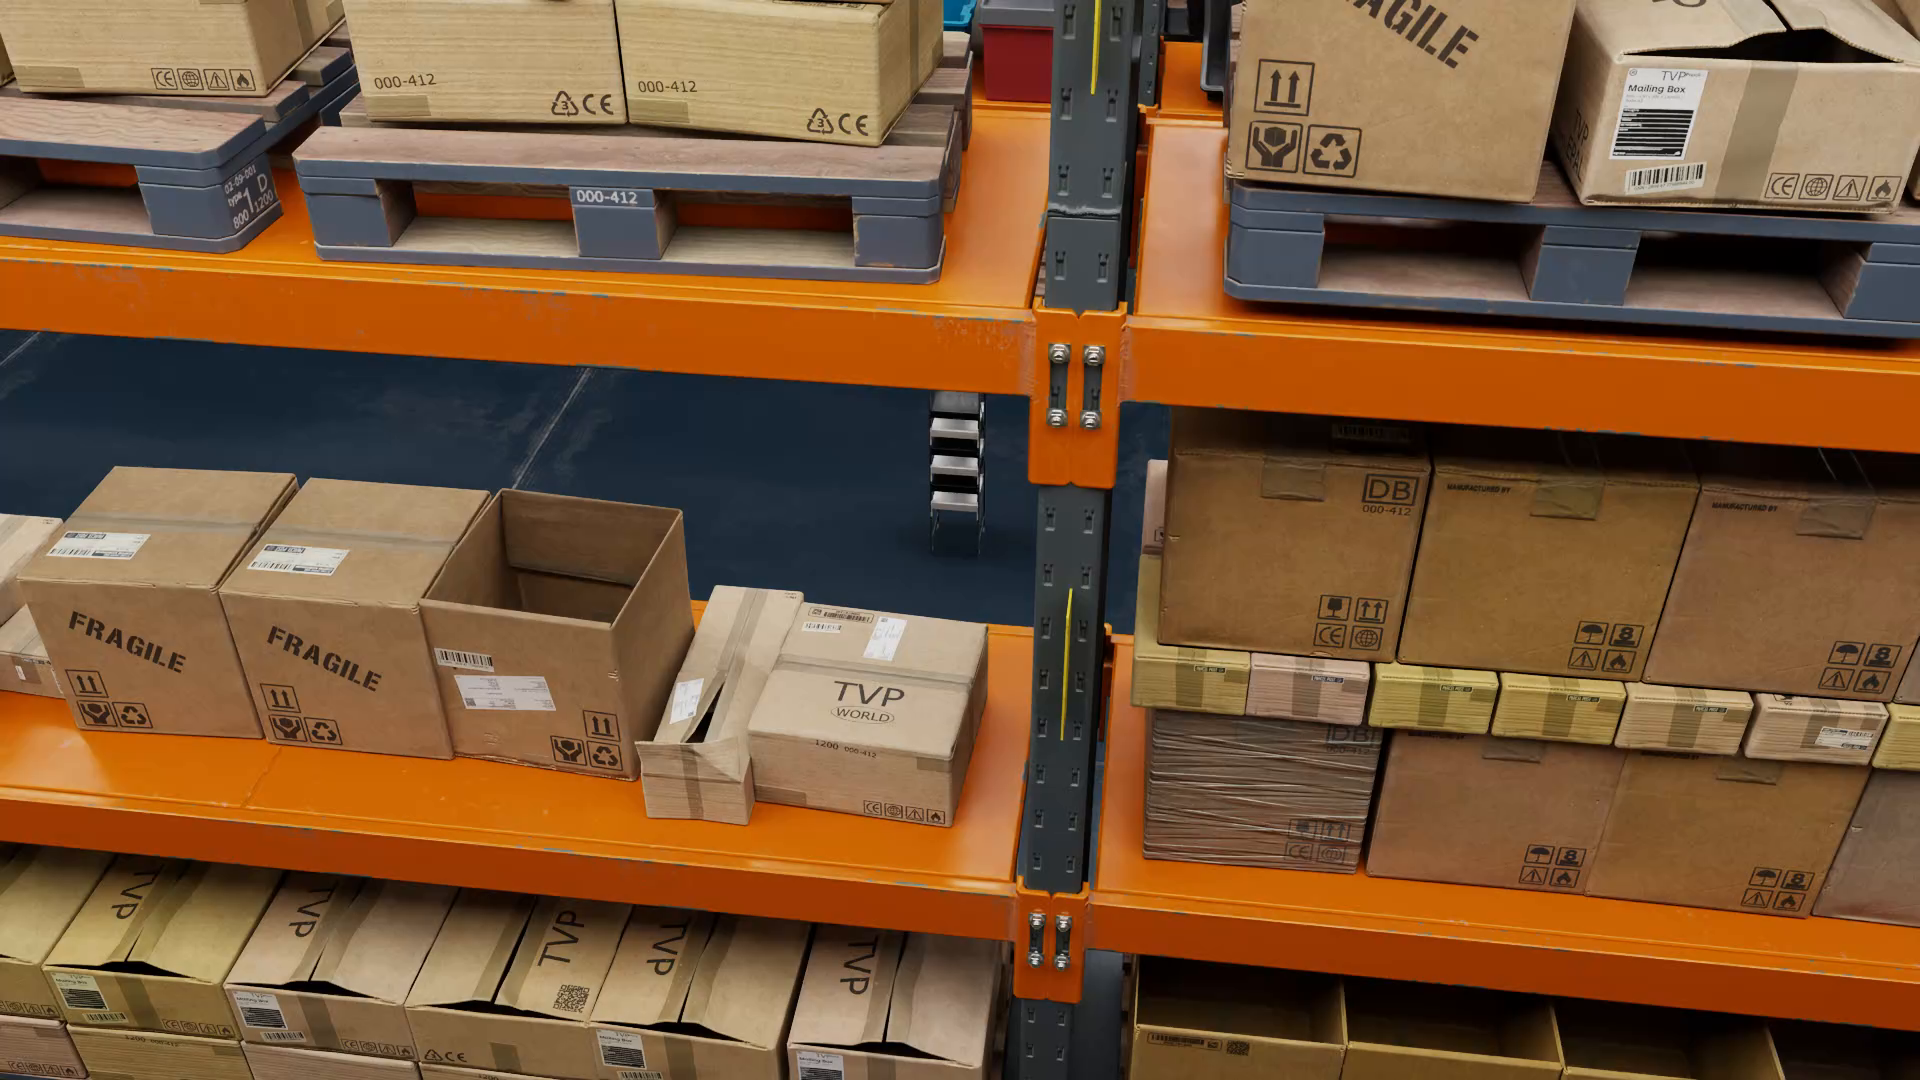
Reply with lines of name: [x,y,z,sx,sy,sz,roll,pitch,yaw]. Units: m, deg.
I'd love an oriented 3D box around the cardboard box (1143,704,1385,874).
cardboard box: [0.717,0.369,4.065,0.500,0.500,0.700,3,36,5]

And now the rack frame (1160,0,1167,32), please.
rack frame: [1.541,-5.327,12.132,0.127,3.000,1.000,4,36,6]

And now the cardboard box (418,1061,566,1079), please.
cardboard box: [-1.181,1.389,4.727,0.500,0.250,0.500,5,36,7]

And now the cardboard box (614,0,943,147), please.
cardboard box: [-0.334,-1.001,3.257,0.500,0.250,0.500,8,36,11]

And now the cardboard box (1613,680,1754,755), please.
cardboard box: [1.531,0.282,3.628,0.250,0.149,0.380,3,36,4]

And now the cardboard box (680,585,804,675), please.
cardboard box: [-0.577,0.299,4.465,0.250,0.149,0.380,4,36,6]

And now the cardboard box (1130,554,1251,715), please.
cardboard box: [0.518,0.207,3.733,0.250,0.149,0.380,4,36,6]

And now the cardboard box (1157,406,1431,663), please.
cardboard box: [0.717,-0.159,3.688,0.500,0.500,0.700,4,36,6]

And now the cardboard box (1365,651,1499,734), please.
cardboard box: [1.023,0.244,3.682,0.250,0.149,0.380,3,36,5]

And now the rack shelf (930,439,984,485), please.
rack shelf: [-0.008,-0.340,7.009,0.200,0.077,0.258,4,36,6]

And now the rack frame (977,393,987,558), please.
rack frame: [0.093,-0.359,6.979,0.006,0.900,0.240,4,36,6]

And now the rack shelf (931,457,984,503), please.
rack shelf: [-0.008,-0.267,7.061,0.200,0.077,0.258,4,36,6]

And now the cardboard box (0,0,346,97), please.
cardboard box: [-1.613,-1.127,3.433,0.500,0.250,0.500,1,36,2]

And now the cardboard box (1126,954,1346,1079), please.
cardboard box: [0.696,1.238,4.293,0.500,0.500,0.500,4,36,6]

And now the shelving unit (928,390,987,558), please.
shelving unit: [-0.008,-0.367,6.989,0.210,0.900,0.258,4,36,6]

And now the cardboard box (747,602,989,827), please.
cardboard box: [-0.218,0.430,4.194,0.500,0.250,0.500,6,36,9]

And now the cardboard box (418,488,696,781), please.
cardboard box: [-1.006,0.235,4.253,0.500,0.500,0.500,7,36,9]

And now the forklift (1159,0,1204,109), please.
forklift: [1.365,-3.974,10.295,3.031,2.935,1.130,8,36,11]

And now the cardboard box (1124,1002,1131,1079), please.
cardboard box: [0.697,1.538,4.519,0.500,0.250,0.500,4,36,6]

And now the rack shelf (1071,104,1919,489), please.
rack shelf: [2.260,-0.400,3.265,4.000,0.370,1.077,4,36,6]

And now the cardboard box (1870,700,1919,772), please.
cardboard box: [2.055,0.320,3.575,0.250,0.149,0.380,4,36,6]

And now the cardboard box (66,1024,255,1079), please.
cardboard box: [-2.194,1.312,4.834,0.500,0.250,0.500,3,36,5]

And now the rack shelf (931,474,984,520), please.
rack shelf: [-0.008,-0.193,7.113,0.200,0.077,0.258,4,36,6]

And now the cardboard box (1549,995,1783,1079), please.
cardboard box: [1.688,1.312,4.189,0.500,0.500,0.500,4,36,6]

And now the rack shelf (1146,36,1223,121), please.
rack shelf: [2.894,-2.033,8.135,4.000,0.370,1.077,4,36,6]

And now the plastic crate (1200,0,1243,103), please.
plastic crate: [1.414,-2.336,7.994,0.504,0.338,0.767,4,36,6]

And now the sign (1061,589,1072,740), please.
sign: [0.217,0.255,3.382,0.005,0.325,0.100,4,36,6]

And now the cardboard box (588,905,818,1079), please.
cardboard box: [-0.679,1.201,4.508,0.500,0.311,0.500,5,36,7]

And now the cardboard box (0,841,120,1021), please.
cardboard box: [-2.687,1.046,4.724,0.500,0.311,0.500,3,36,5]

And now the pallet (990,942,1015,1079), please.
pallet: [-0.460,1.483,4.990,1.213,0.211,1.003,4,36,6]

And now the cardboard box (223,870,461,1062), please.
cardboard box: [-1.672,1.123,4.617,0.500,0.311,0.500,4,36,5]

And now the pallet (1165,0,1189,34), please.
pallet: [2.212,-4.163,12.901,1.213,0.211,1.003,4,36,6]

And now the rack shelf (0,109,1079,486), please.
rack shelf: [-1.708,-0.696,3.680,4.000,0.370,1.077,4,36,6]

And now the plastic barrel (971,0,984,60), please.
plastic barrel: [-0.010,-2.726,8.370,0.433,0.535,0.433,0,36,0]

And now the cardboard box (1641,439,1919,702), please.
cardboard box: [1.715,-0.085,3.584,0.500,0.500,0.700,4,36,6]

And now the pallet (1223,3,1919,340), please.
pallet: [1.125,-0.756,3.222,1.213,0.211,1.003,4,36,6]

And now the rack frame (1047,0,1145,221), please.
rack frame: [0.276,-2.061,2.392,0.127,3.000,1.000,4,36,6]

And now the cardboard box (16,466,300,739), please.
cardboard box: [-2.025,0.159,4.360,0.500,0.500,0.500,2,36,3]

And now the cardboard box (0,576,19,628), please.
cardboard box: [-2.829,0.299,4.326,0.500,0.311,0.500,4,36,5]

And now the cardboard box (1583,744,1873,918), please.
cardboard box: [1.738,0.444,3.960,0.500,0.500,0.700,5,36,7]

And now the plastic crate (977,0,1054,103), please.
plastic crate: [0.391,-2.359,7.918,0.583,0.464,0.402,4,36,6]

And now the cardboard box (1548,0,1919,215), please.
cardboard box: [1.278,-0.803,2.806,0.500,0.311,0.500,2,36,3]

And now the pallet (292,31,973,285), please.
pallet: [-0.600,-0.820,3.400,1.217,0.209,0.805,3,36,4]

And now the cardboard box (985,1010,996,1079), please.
cardboard box: [-0.172,1.465,4.621,0.500,0.250,0.500,4,36,6]
